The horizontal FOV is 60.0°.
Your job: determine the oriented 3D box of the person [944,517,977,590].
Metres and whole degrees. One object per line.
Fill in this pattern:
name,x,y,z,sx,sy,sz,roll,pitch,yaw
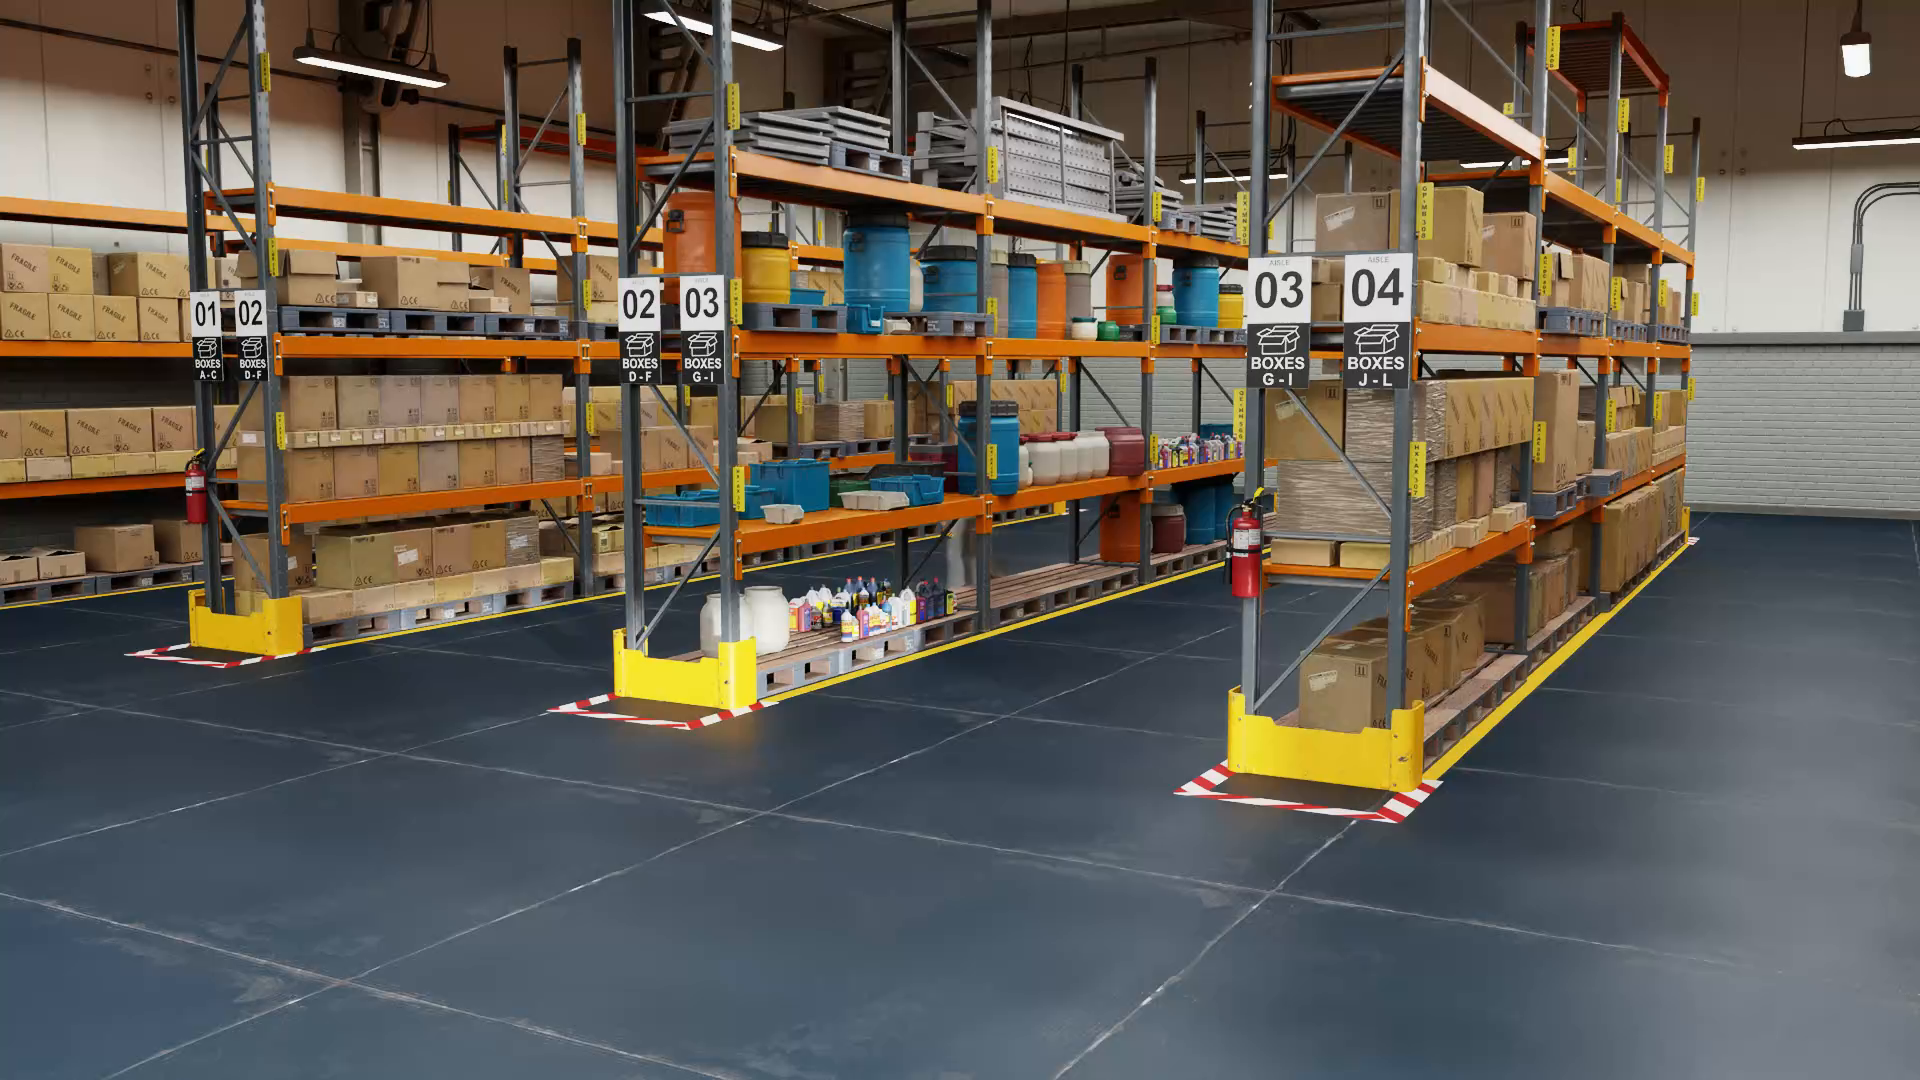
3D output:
person,0.001,-0.168,17.804,0.446,1.675,0.549,2,6,18
